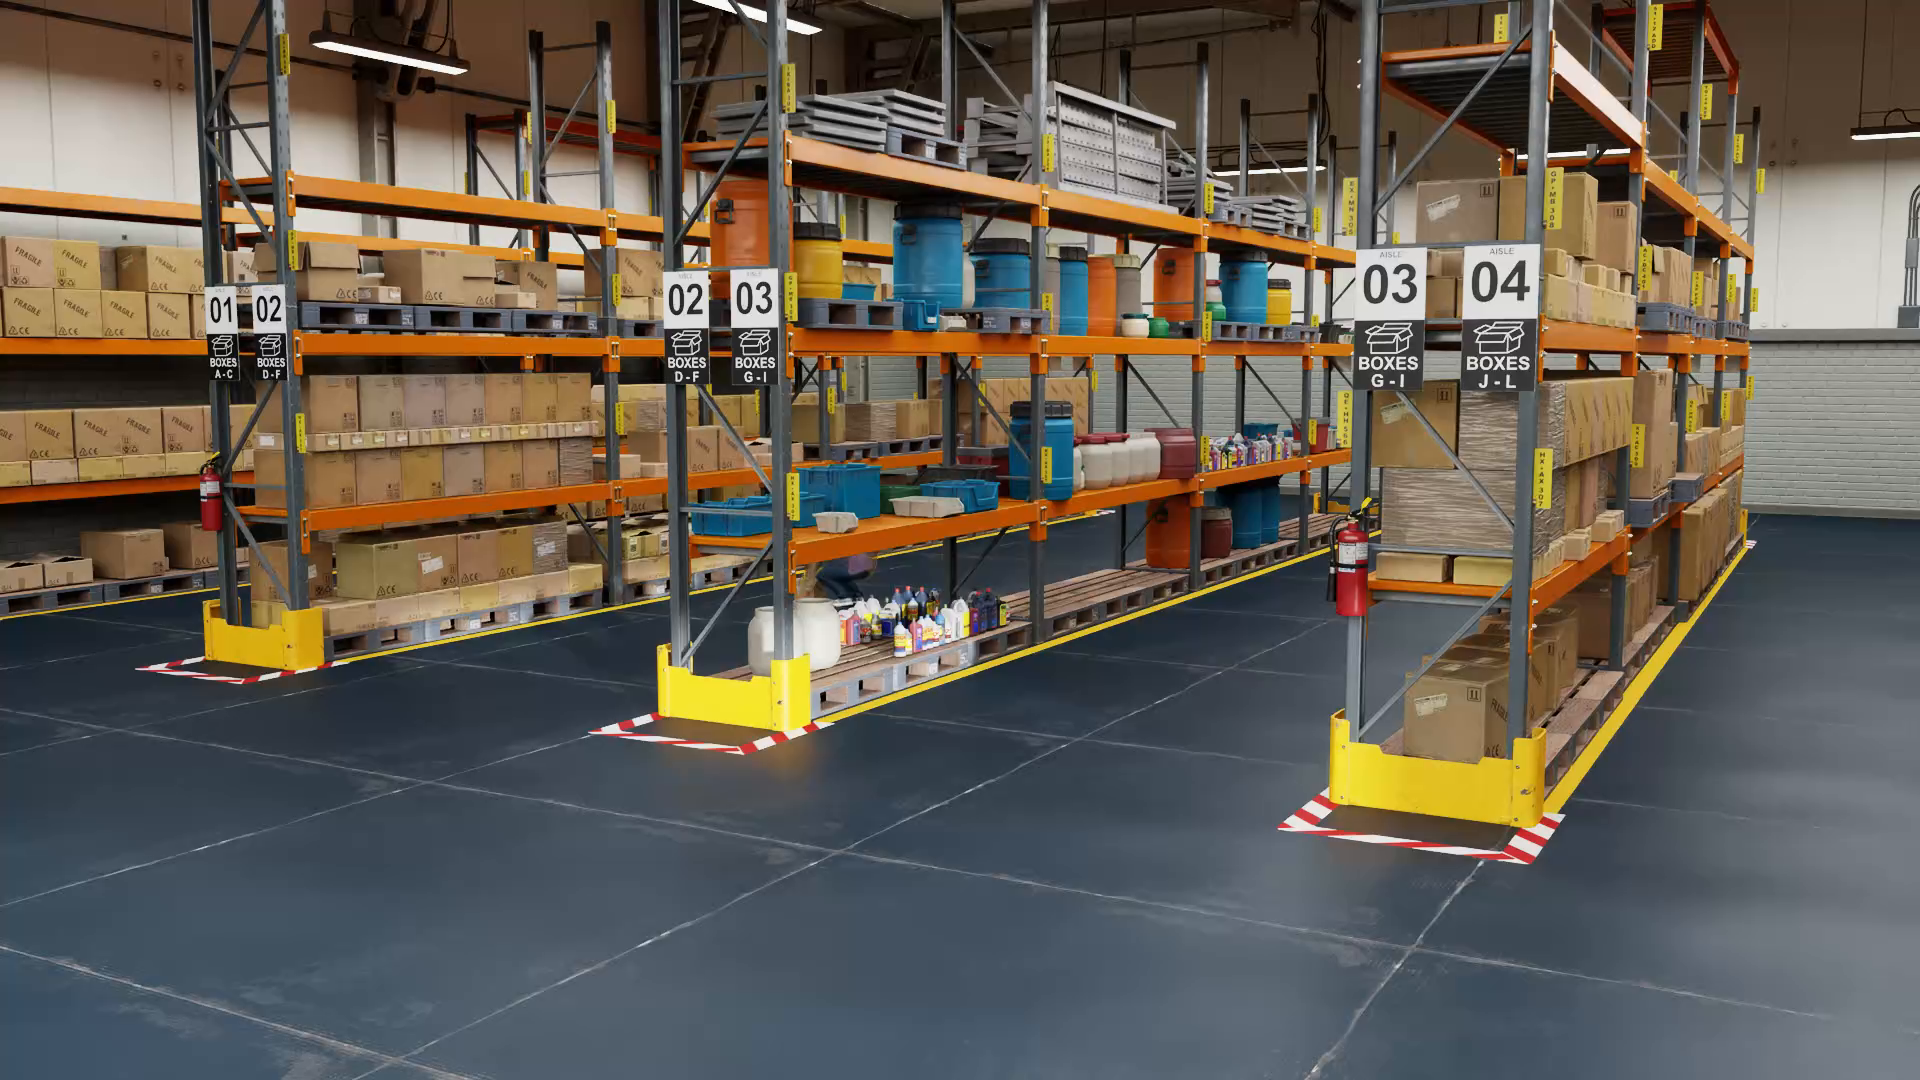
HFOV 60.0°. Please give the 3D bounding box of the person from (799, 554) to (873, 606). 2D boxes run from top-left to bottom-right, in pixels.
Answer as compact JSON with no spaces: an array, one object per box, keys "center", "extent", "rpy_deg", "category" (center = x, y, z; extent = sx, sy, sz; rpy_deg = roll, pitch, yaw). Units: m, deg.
[{"center":[-1.327,0.365,17.679],"extent":[0.839,0.761,0.432],"rpy_deg":[3,7,28],"category":"person"}]
